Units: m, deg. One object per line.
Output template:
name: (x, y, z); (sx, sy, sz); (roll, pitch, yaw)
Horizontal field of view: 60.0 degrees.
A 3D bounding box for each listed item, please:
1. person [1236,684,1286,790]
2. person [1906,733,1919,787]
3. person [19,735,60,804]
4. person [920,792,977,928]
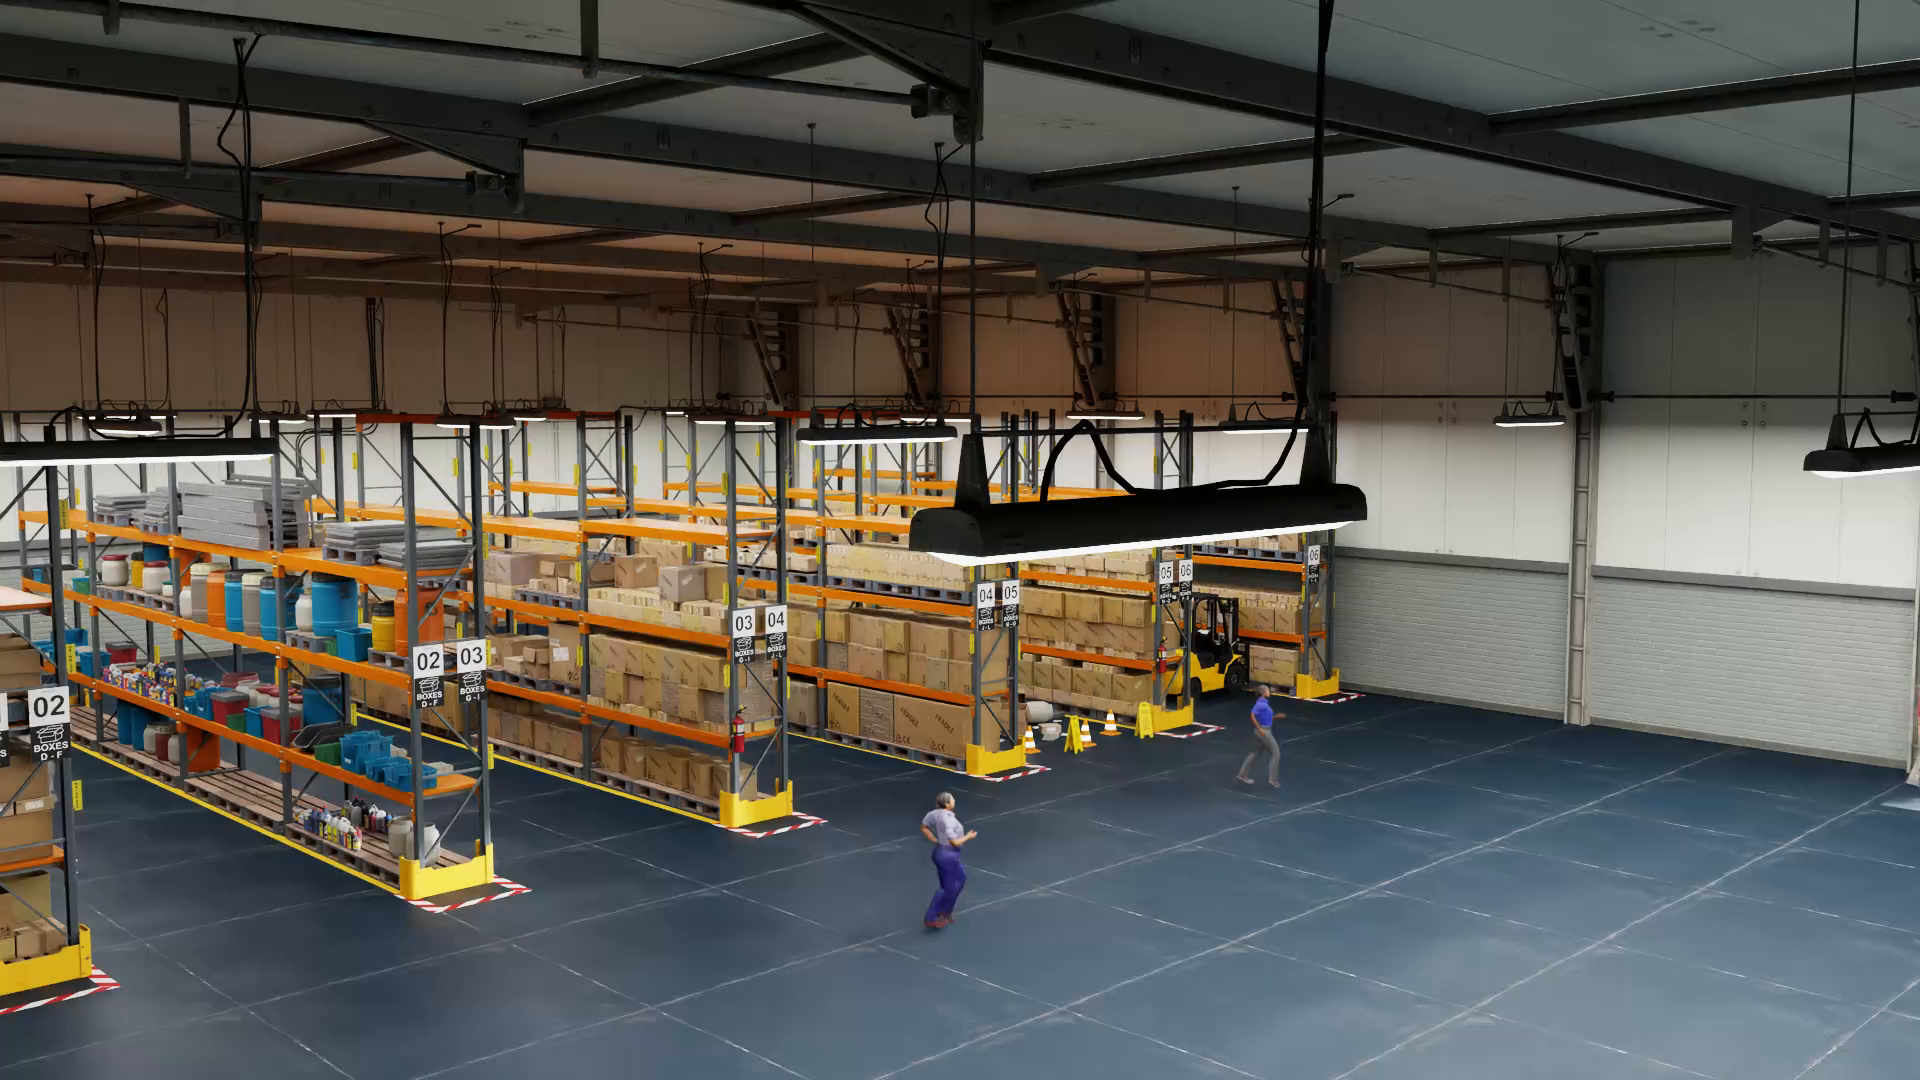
person: (4.861, 3.180, 26.800); (0.778, 1.719, 0.549); (0, 5, -3)
person: (15.734, 3.188, 26.753); (0.819, 1.747, 0.631); (3, 6, 27)
person: (-14.425, 3.182, 25.932); (0.823, 1.825, 0.647); (3, 6, 33)
person: (-0.135, 3.849, 19.772); (0.661, 1.592, 0.586); (-2, 5, -18)
